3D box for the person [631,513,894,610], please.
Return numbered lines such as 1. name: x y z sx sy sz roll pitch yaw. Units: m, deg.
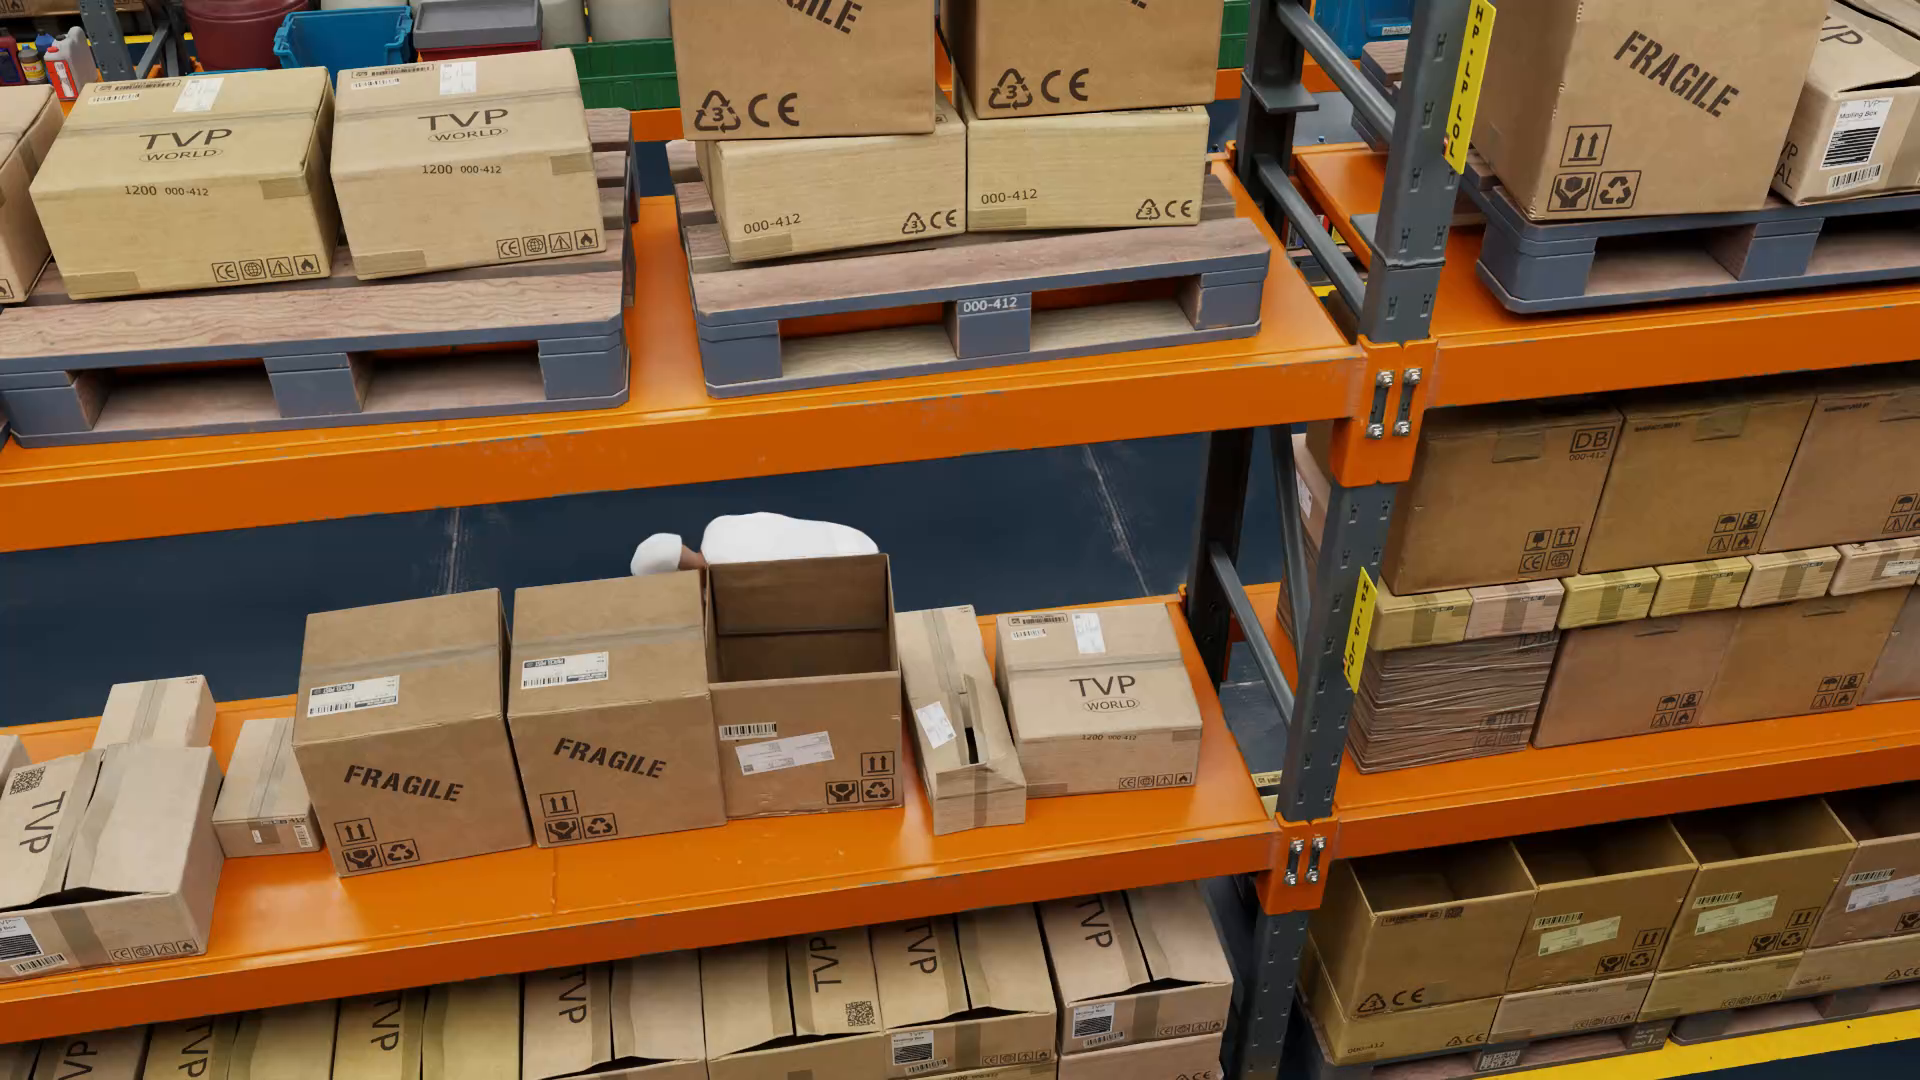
1. person: -0.729 0.330 6.332 0.948 1.006 0.526 -8 39 -10
